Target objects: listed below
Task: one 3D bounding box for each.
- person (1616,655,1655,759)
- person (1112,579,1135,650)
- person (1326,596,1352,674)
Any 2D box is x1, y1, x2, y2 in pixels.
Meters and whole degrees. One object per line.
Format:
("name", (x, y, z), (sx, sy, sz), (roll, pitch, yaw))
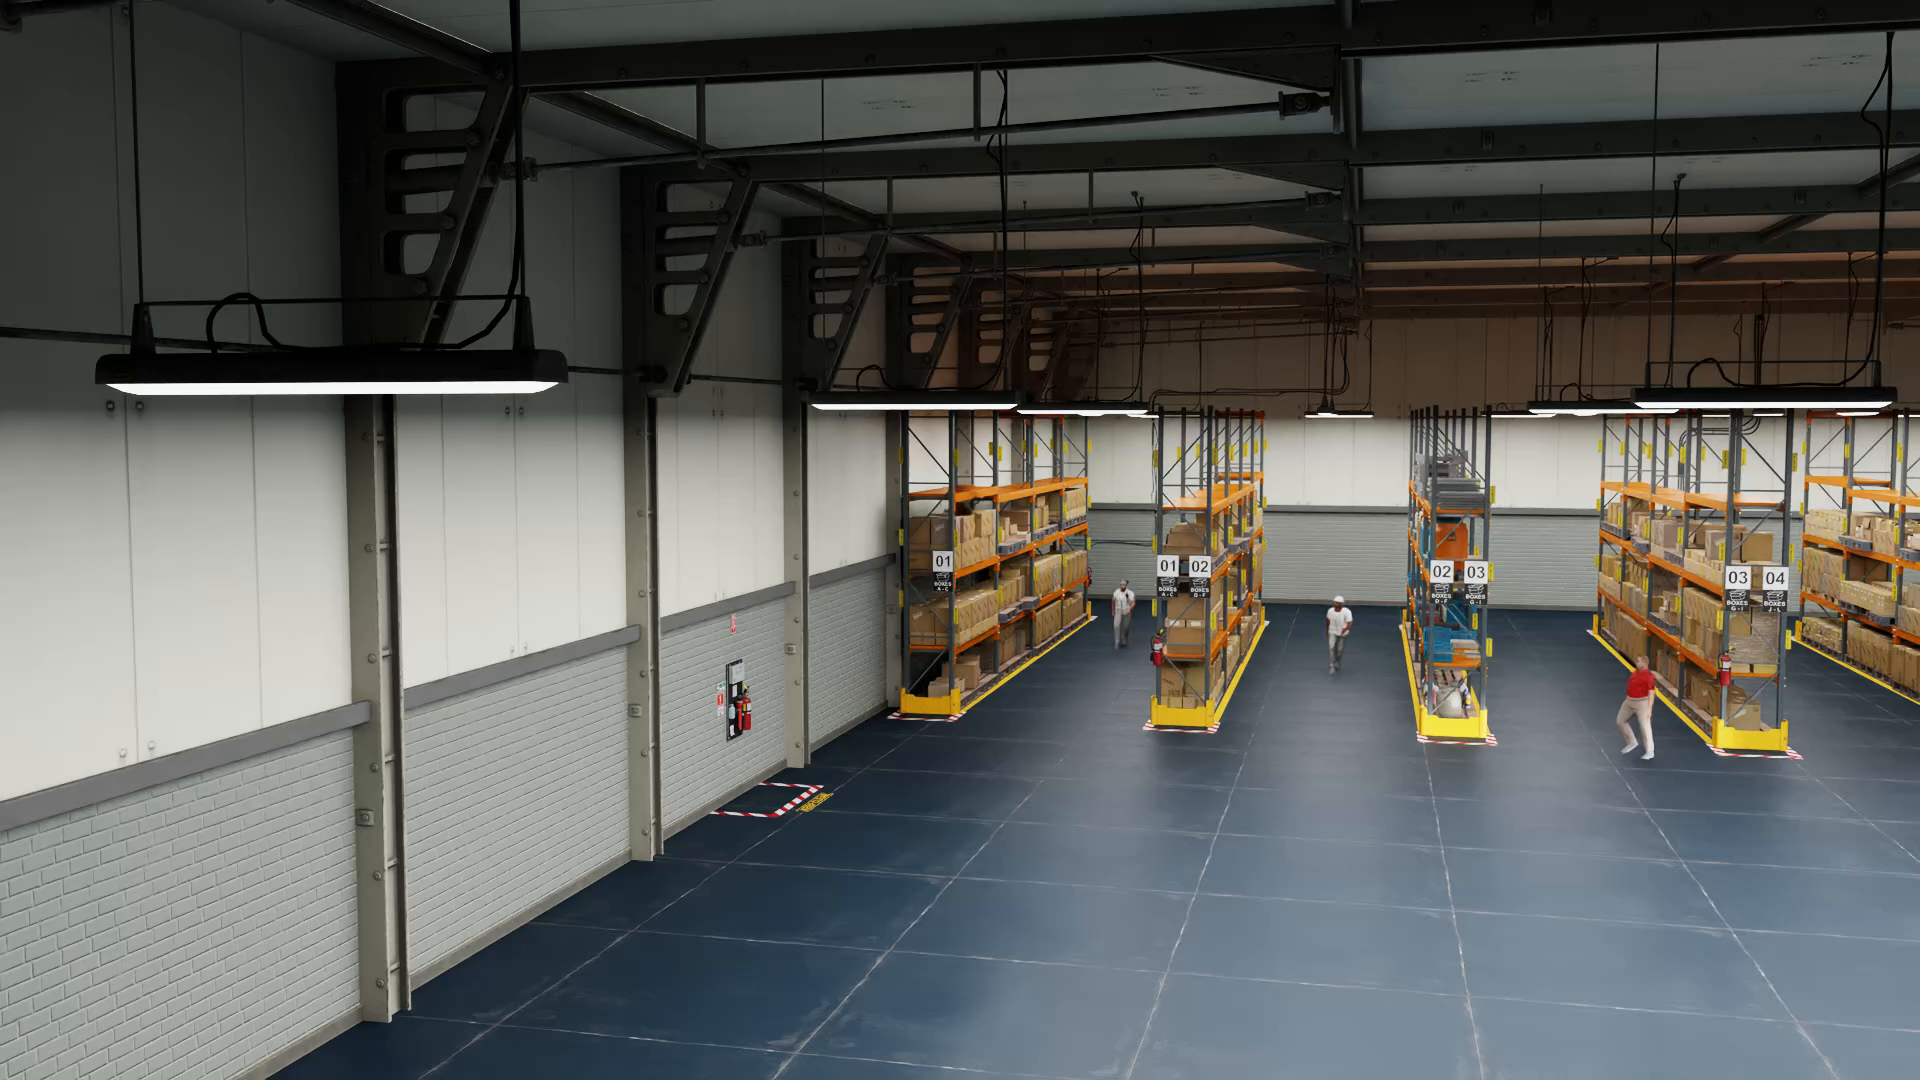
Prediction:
("person", (11.549, 2.825, 28.312), (0.396, 1.738, 0.657), (-2, 5, -30))
("person", (4.124, 1.856, 42.057), (0.614, 1.764, 0.995), (1, 4, 12))
("person", (8.654, 2.146, 37.975), (0.572, 1.746, 1.003), (1, 4, 13))
